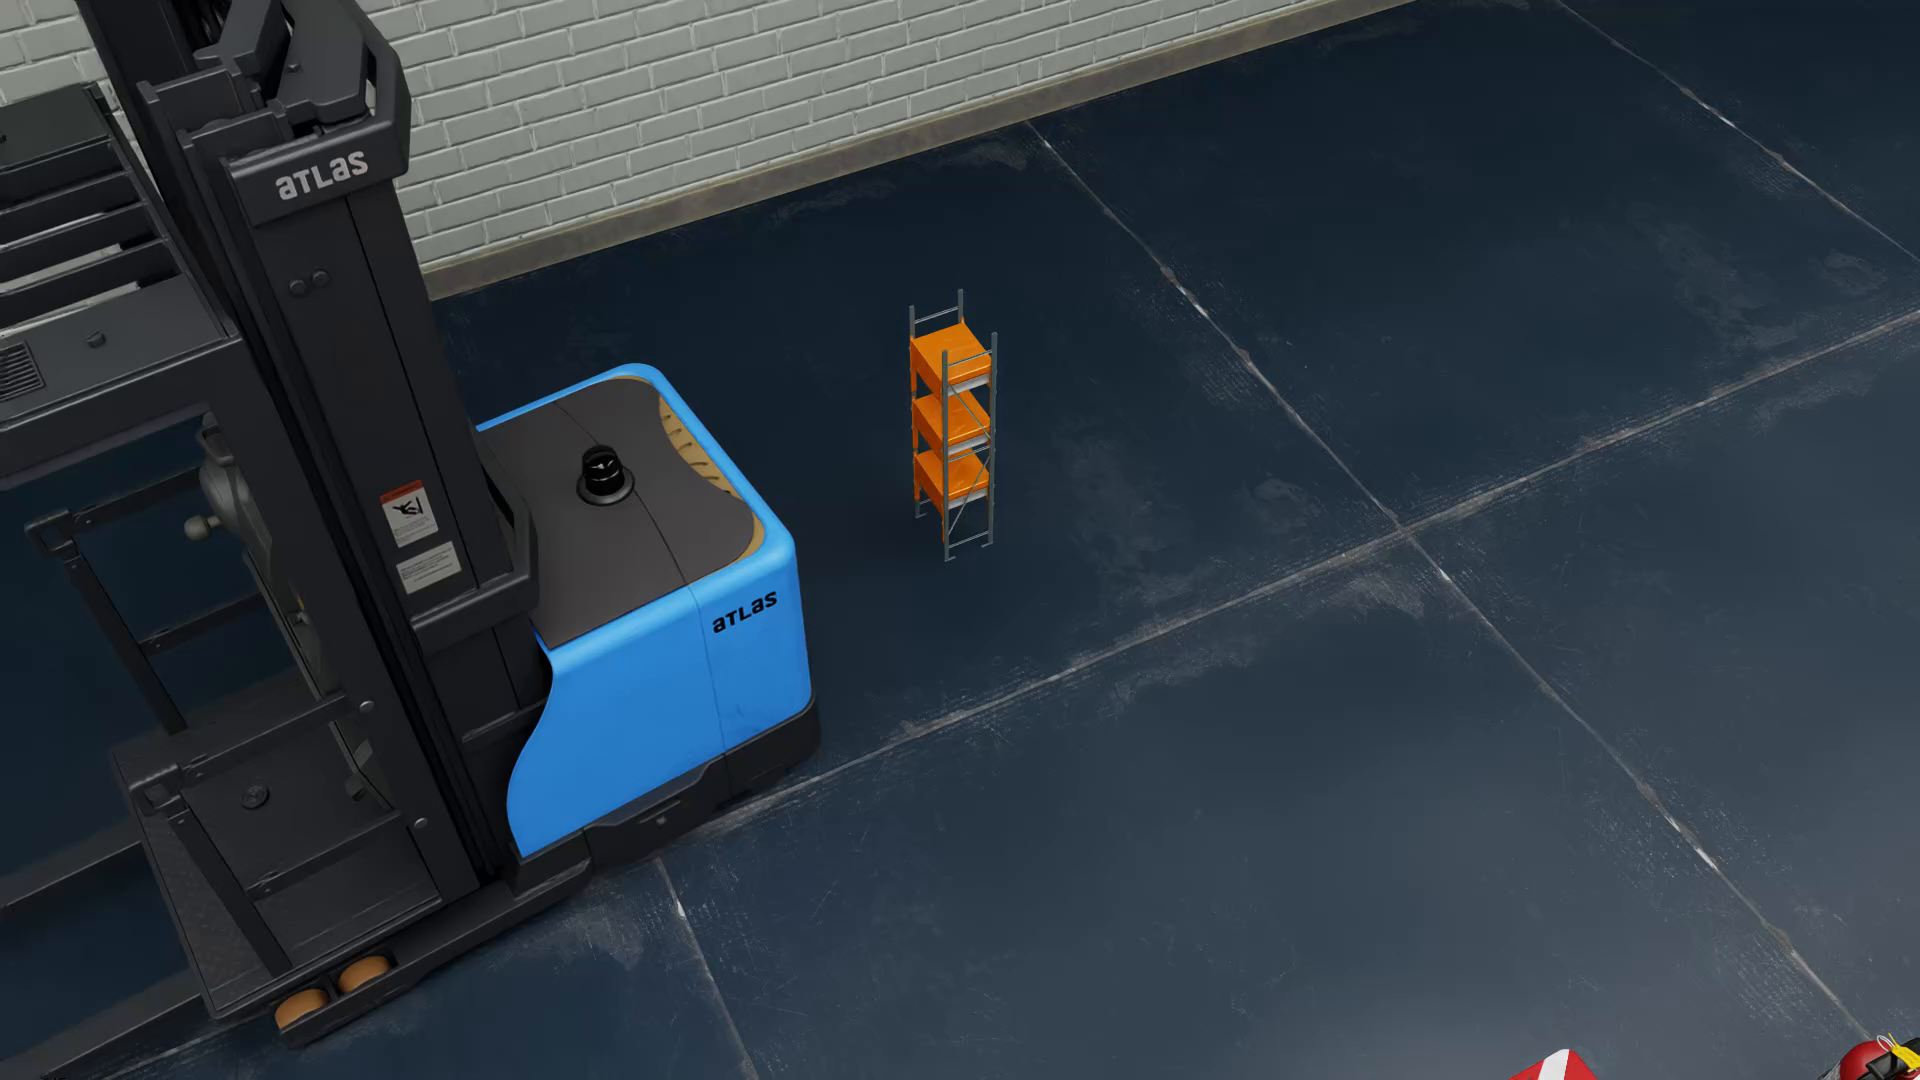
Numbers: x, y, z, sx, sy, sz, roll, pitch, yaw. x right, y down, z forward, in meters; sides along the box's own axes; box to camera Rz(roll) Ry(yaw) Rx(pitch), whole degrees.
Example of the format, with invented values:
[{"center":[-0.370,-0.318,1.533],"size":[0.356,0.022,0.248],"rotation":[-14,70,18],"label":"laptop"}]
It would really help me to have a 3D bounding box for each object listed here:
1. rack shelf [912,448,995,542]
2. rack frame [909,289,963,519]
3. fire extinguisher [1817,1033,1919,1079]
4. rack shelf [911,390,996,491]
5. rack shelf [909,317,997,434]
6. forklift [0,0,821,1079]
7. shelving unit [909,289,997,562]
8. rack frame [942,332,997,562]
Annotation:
[{"center":[-0.024,-0.192,6.103],"size":[0.215,0.259,0.240],"rotation":[-21,52,-18],"label":"rack shelf"},{"center":[-0.080,-0.463,5.958],"size":[0.200,1.050,0.008],"rotation":[-21,52,-18],"label":"rack frame"},{"center":[1.917,1.187,3.518],"size":[0.296,0.674,0.183],"rotation":[-21,52,-18],"label":"fire extinguisher"},{"center":[-0.024,-0.374,5.894],"size":[0.215,0.259,0.240],"rotation":[-21,52,-18],"label":"rack shelf"},{"center":[-0.024,-0.561,5.681],"size":[0.215,0.259,0.240],"rotation":[-21,52,-18],"label":"rack shelf"},{"center":[-1.977,0.067,4.244],"size":[3.031,2.935,1.130],"rotation":[-27,54,-21],"label":"forklift"},{"center":[-0.024,-0.381,5.886],"size":[0.215,1.050,0.252],"rotation":[-21,52,-18],"label":"shelving unit"},{"center":[0.031,-0.300,5.815],"size":[0.200,1.050,0.008],"rotation":[-21,52,-18],"label":"rack frame"}]
